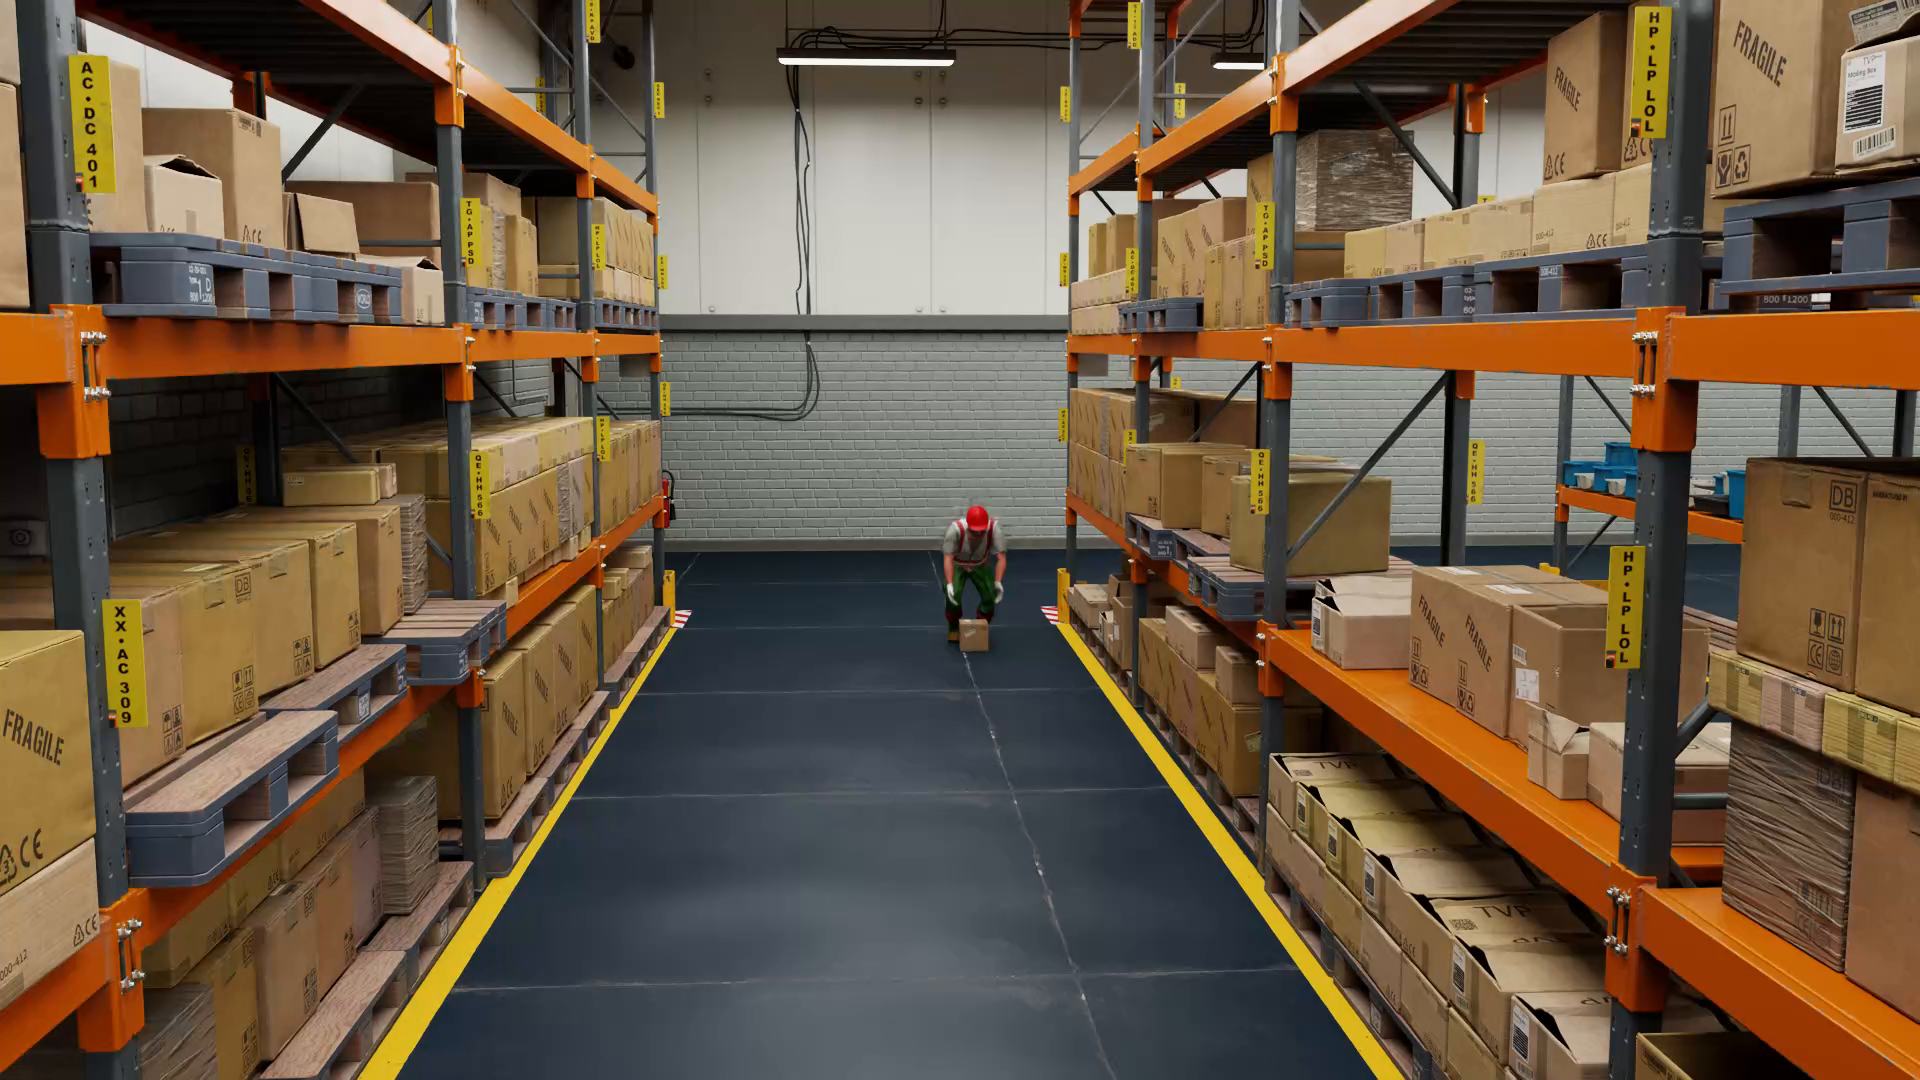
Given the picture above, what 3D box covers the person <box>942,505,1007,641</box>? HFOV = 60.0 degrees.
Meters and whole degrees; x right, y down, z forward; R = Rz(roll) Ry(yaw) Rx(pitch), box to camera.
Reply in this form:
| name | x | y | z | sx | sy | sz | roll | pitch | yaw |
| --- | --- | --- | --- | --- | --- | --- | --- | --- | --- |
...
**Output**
| name | x | y | z | sx | sy | sz | roll | pitch | yaw |
| --- | --- | --- | --- | --- | --- | --- | --- | --- | --- |
| person | 0.131 | 0.297 | 15.255 | 0.584 | 1.290 | 0.819 | 0 | 7 | -4 |
